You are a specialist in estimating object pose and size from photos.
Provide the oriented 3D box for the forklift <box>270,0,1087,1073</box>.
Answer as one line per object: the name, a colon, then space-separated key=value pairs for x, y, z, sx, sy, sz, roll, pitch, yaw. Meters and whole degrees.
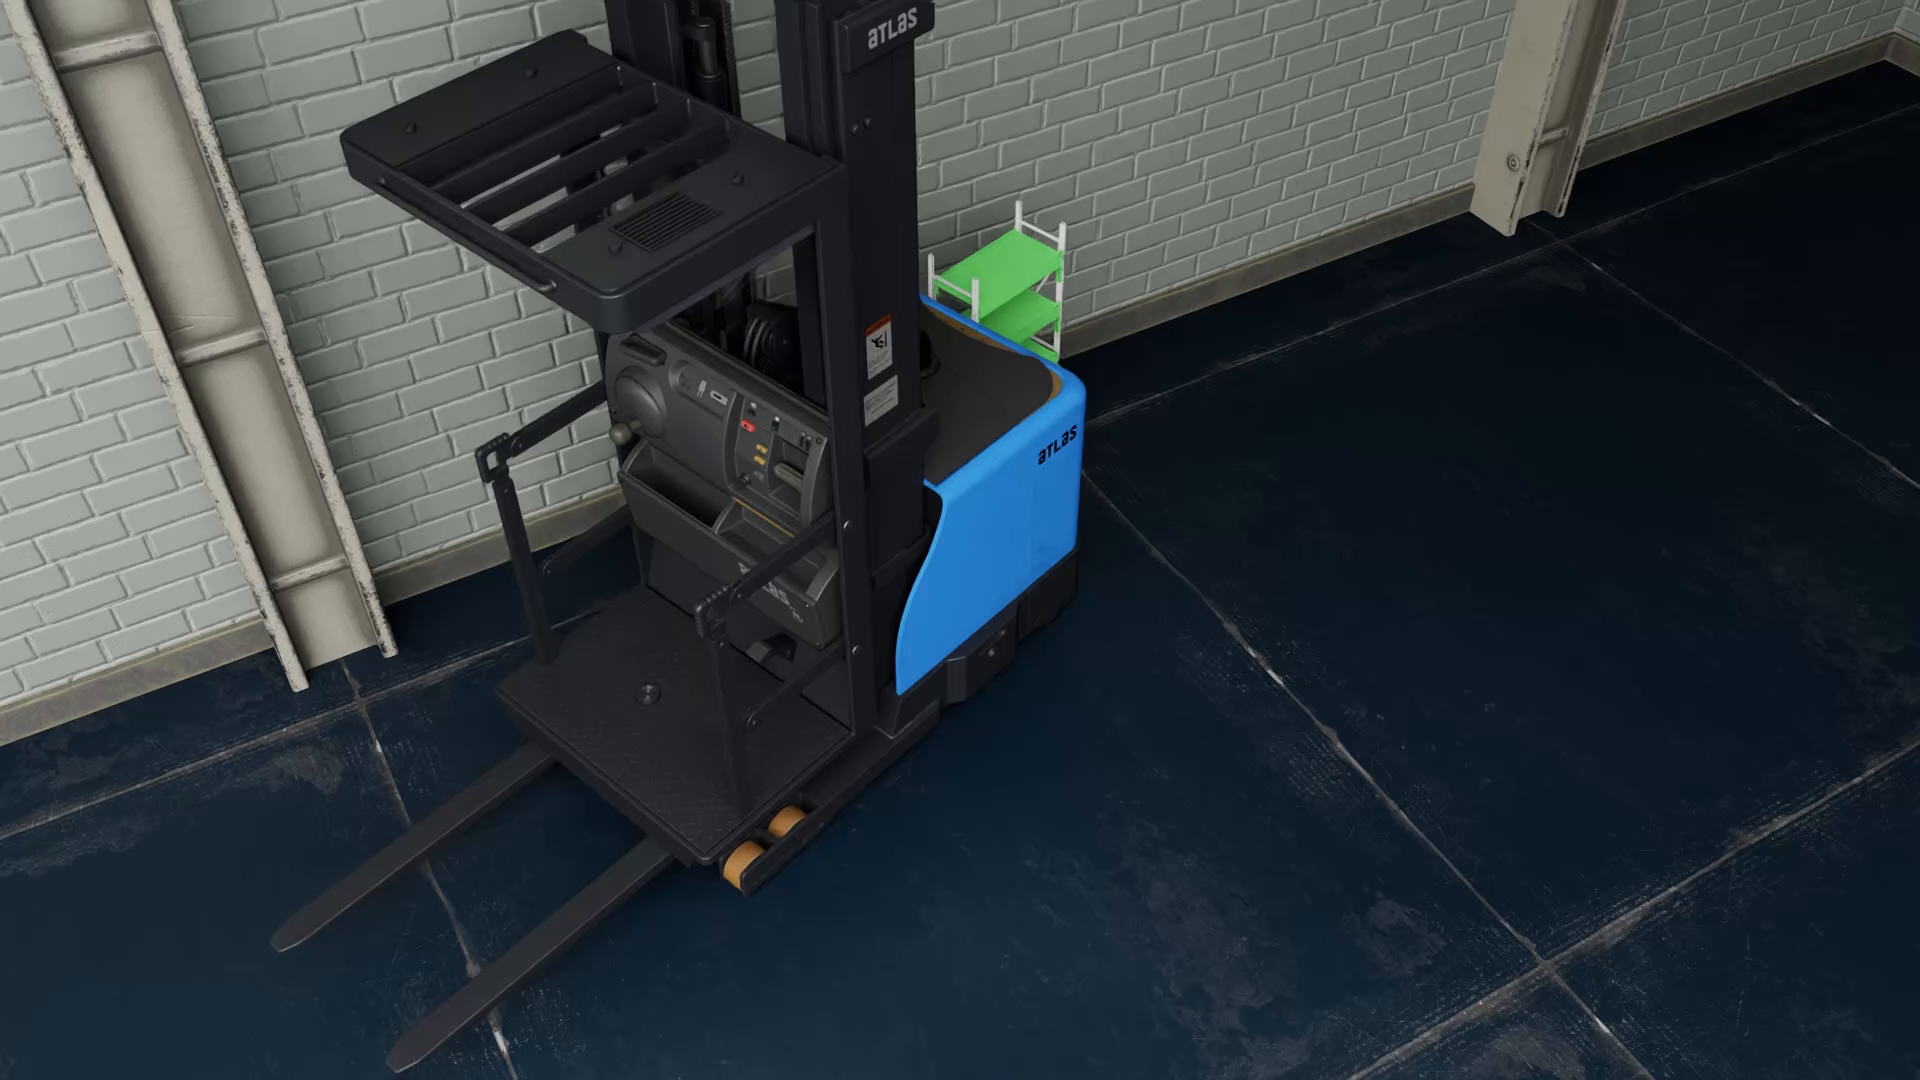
forklift: x=-0.891 y=-0.287 z=4.941 sx=1.130 sy=2.935 sz=3.031 roll=31 pitch=52 yaw=28

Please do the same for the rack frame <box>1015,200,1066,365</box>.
rack frame: x=0.306 y=-0.812 z=6.725 sx=0.240 sy=1.200 sz=0.015 roll=33 pitch=53 yaw=29

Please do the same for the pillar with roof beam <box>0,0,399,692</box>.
pillar with roof beam: x=-0.229 y=-0.225 z=0.521 sx=0.400 sy=9.000 sz=9.100 roll=-22 pitch=48 yaw=-21

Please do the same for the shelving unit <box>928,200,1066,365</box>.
shelving unit: x=0.141 y=-0.688 z=6.597 sx=0.258 sy=1.200 sz=0.503 roll=33 pitch=53 yaw=29

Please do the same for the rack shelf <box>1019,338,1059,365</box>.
rack shelf: x=0.141 y=-0.642 z=6.641 sx=0.258 sy=0.148 sz=0.480 roll=33 pitch=53 yaw=29

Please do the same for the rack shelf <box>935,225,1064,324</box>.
rack shelf: x=0.141 y=-0.986 z=6.307 sx=0.258 sy=0.148 sz=0.480 roll=33 pitch=53 yaw=29

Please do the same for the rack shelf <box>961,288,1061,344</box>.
rack shelf: x=0.141 y=-0.814 z=6.474 sx=0.258 sy=0.148 sz=0.480 roll=33 pitch=53 yaw=29

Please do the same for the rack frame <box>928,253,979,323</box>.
rack frame: x=-0.025 y=-0.563 z=6.468 sx=0.240 sy=1.200 sz=0.015 roll=33 pitch=53 yaw=29

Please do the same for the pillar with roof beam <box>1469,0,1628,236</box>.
pillar with roof beam: x=4.973 y=-2.307 z=2.666 sx=0.400 sy=9.000 sz=9.100 roll=-22 pitch=48 yaw=-21
